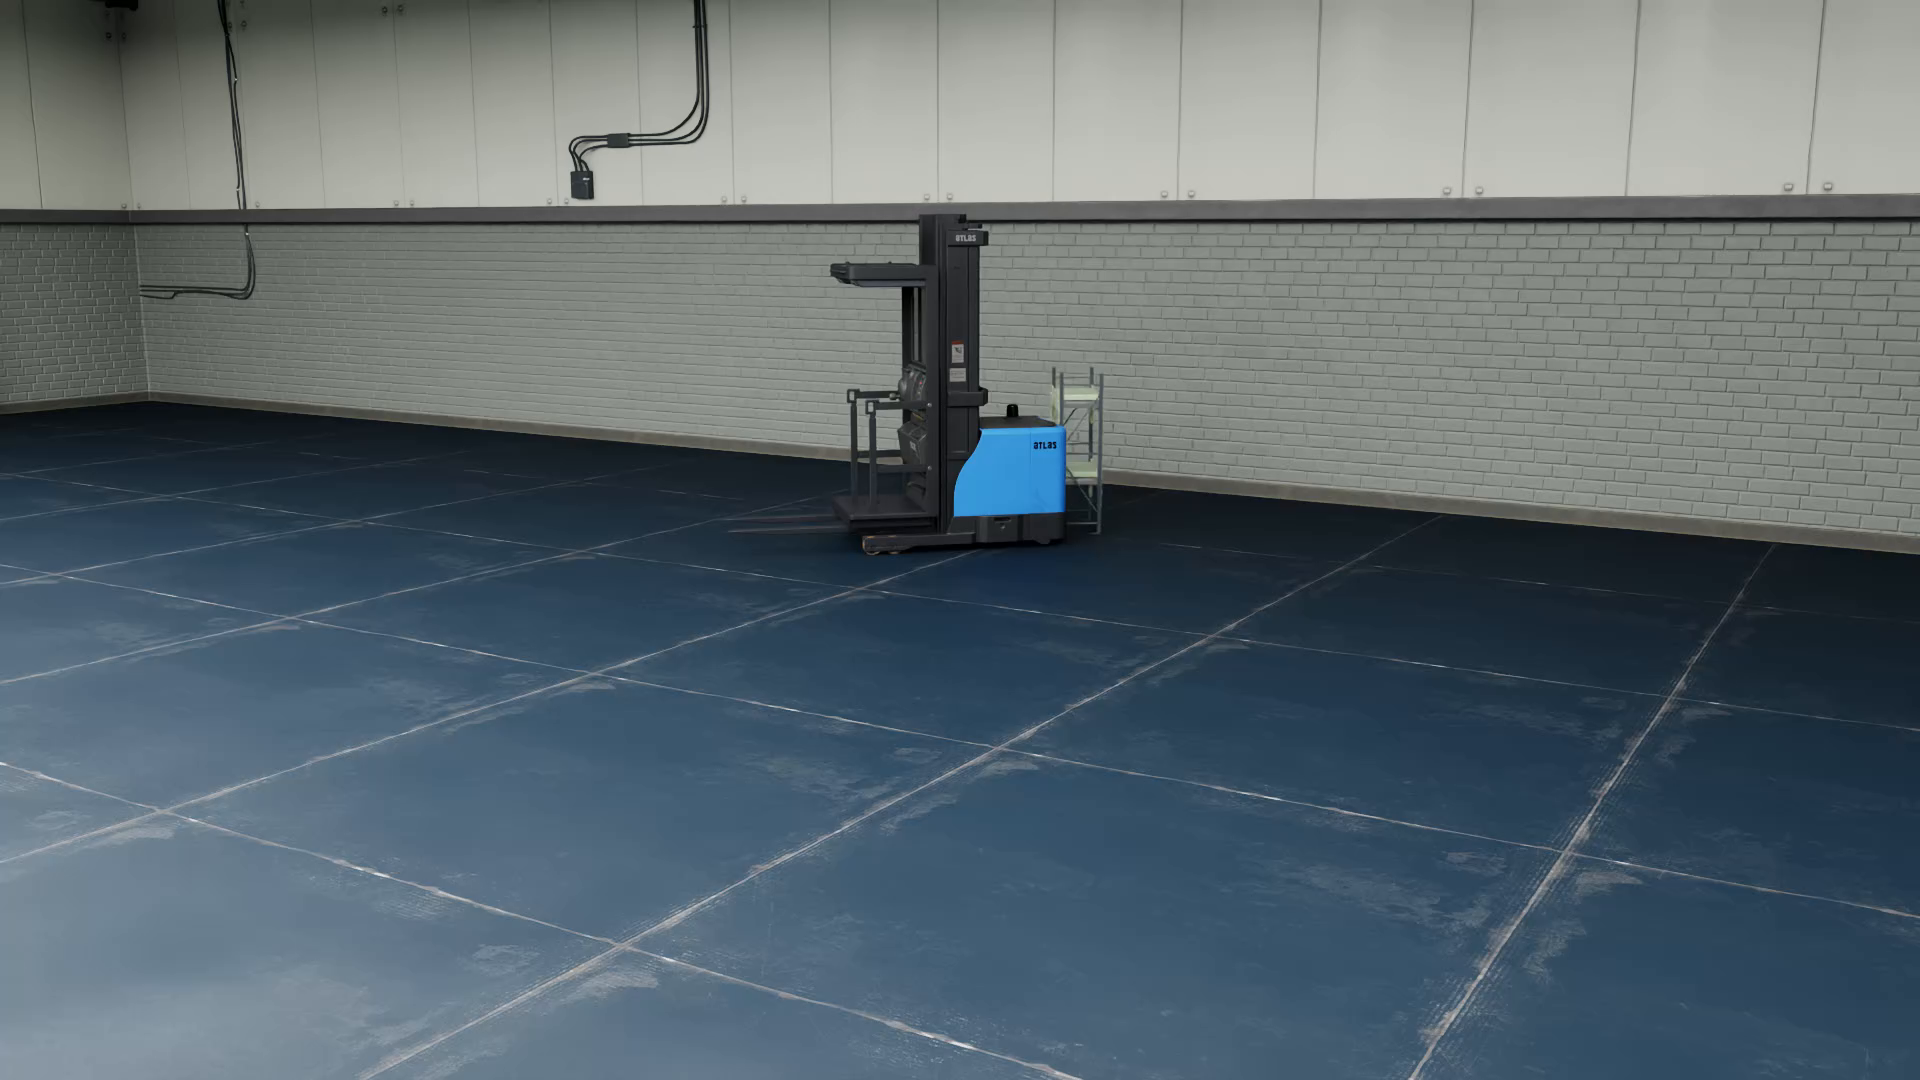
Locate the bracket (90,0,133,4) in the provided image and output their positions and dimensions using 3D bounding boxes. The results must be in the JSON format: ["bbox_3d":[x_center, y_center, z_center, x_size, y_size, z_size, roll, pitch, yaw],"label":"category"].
[{"bbox_3d":[-13.455,-8.341,25.565,0.076,0.066,3.189,6,12,31],"label":"bracket"}]

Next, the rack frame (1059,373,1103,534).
[{"bbox_3d":[1.116,-0.793,15.410,0.400,1.500,0.023,0,11,-2],"label":"rack frame"}]

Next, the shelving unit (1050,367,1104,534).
[{"bbox_3d":[1.100,-0.861,15.770,0.431,1.500,0.755,0,11,-2],"label":"shelving unit"}]

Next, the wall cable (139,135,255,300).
[{"bbox_3d":[-12.238,-5.071,26.320,3.097,2.526,0.112,6,12,31],"label":"wall cable"}]

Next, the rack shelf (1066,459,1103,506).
[{"bbox_3d":[1.100,-0.540,15.830,0.431,0.370,0.720,0,11,-2],"label":"rack shelf"}]

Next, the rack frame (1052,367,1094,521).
[{"bbox_3d":[1.084,-0.928,16.129,0.400,1.500,0.023,0,11,-2],"label":"rack frame"}]

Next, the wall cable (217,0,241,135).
[{"bbox_3d":[-9.926,-7.295,24.474,3.097,2.526,0.112,6,12,31],"label":"wall cable"}]

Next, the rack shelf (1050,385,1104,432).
[{"bbox_3d":[1.101,-1.244,15.698,0.431,0.370,0.720,0,11,-2],"label":"rack shelf"}]

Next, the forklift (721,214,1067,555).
[{"bbox_3d":[-0.610,-1.415,14.841,3.031,2.935,1.130,-2,11,-13],"label":"forklift"}]

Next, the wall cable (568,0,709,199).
[{"bbox_3d":[-4.132,-7.359,20.863,2.305,6.003,0.169,6,12,31],"label":"wall cable"}]

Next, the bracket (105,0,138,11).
[{"bbox_3d":[-13.148,-8.433,26.061,0.235,0.232,0.430,6,12,31],"label":"bracket"}]
